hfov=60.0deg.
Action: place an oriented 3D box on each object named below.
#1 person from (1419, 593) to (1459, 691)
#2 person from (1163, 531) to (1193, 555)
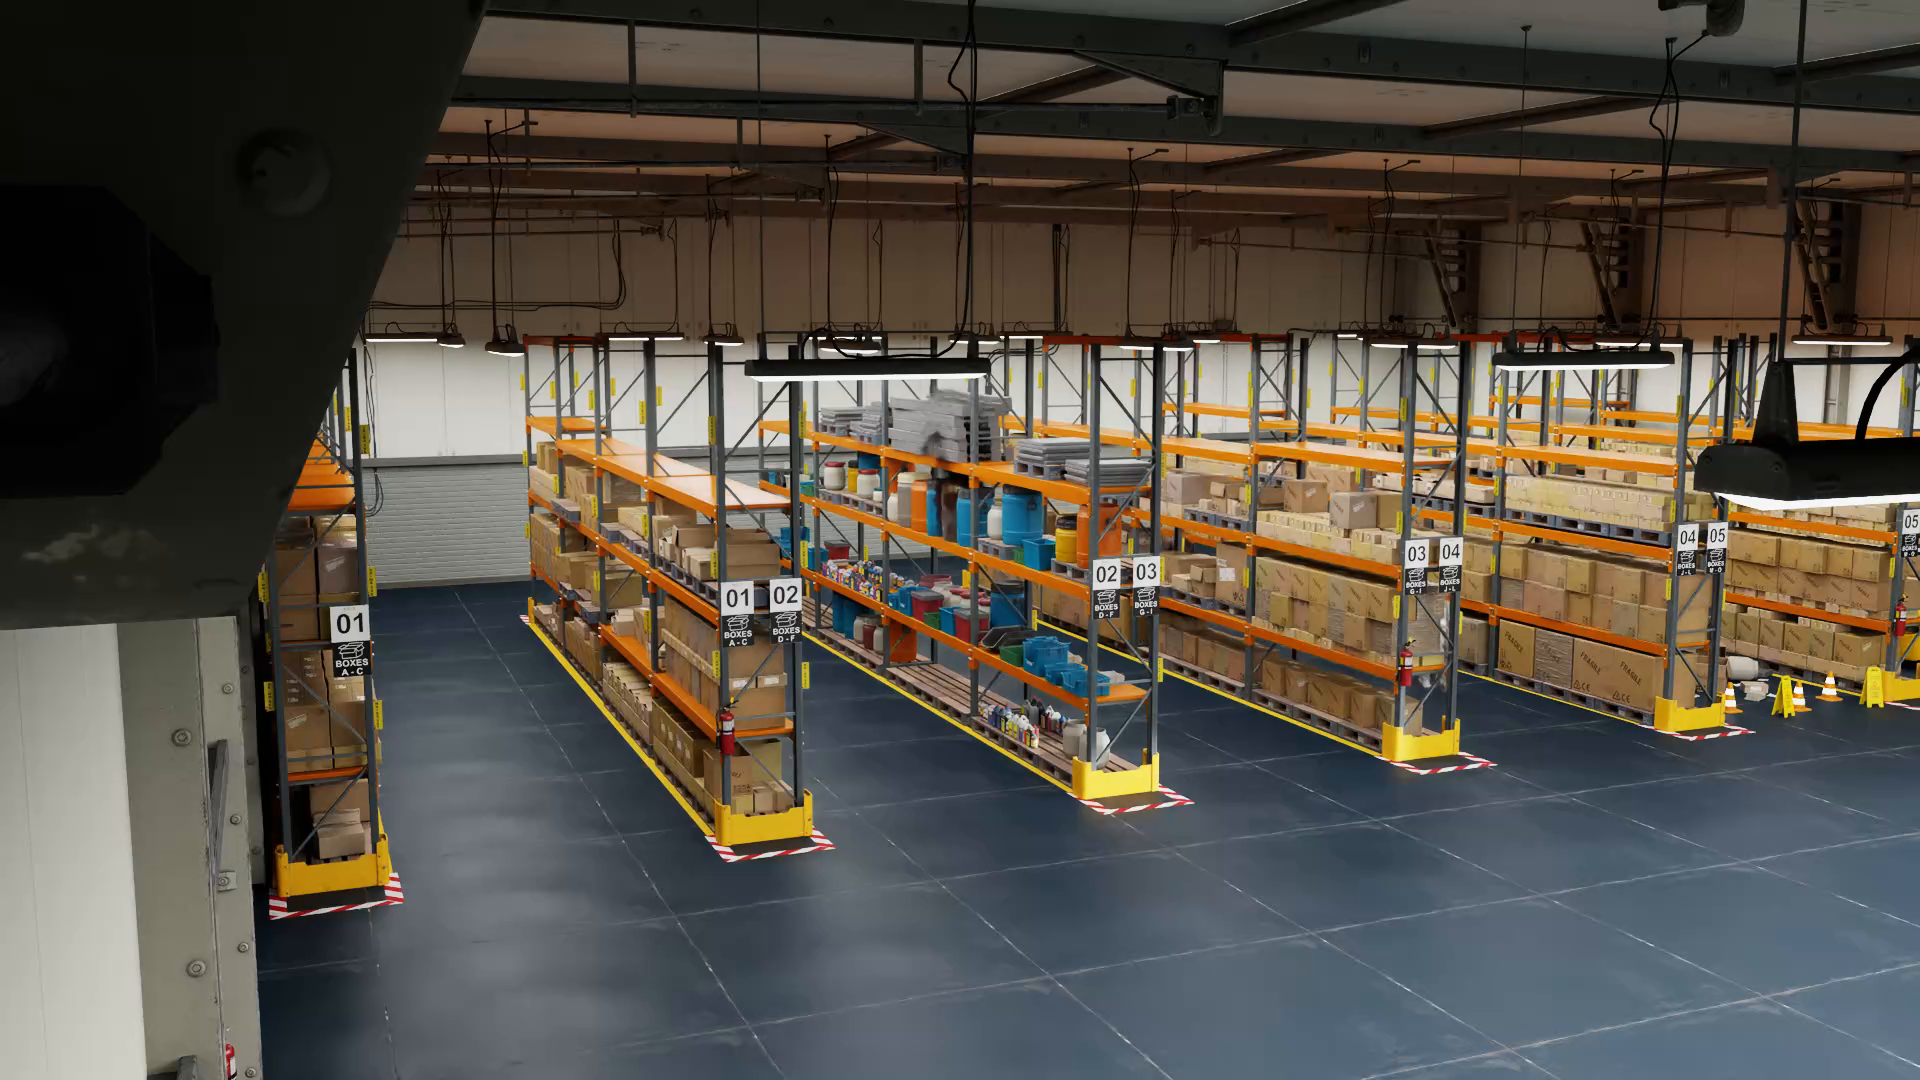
[{"bbox_3d":[8.156,1.706,28.257,0.709,1.856,0.840,-4,9,-27],"label":"person"},{"bbox_3d":[4.820,0.576,36.826,0.718,1.776,0.928,-2,8,-12],"label":"person"}]
